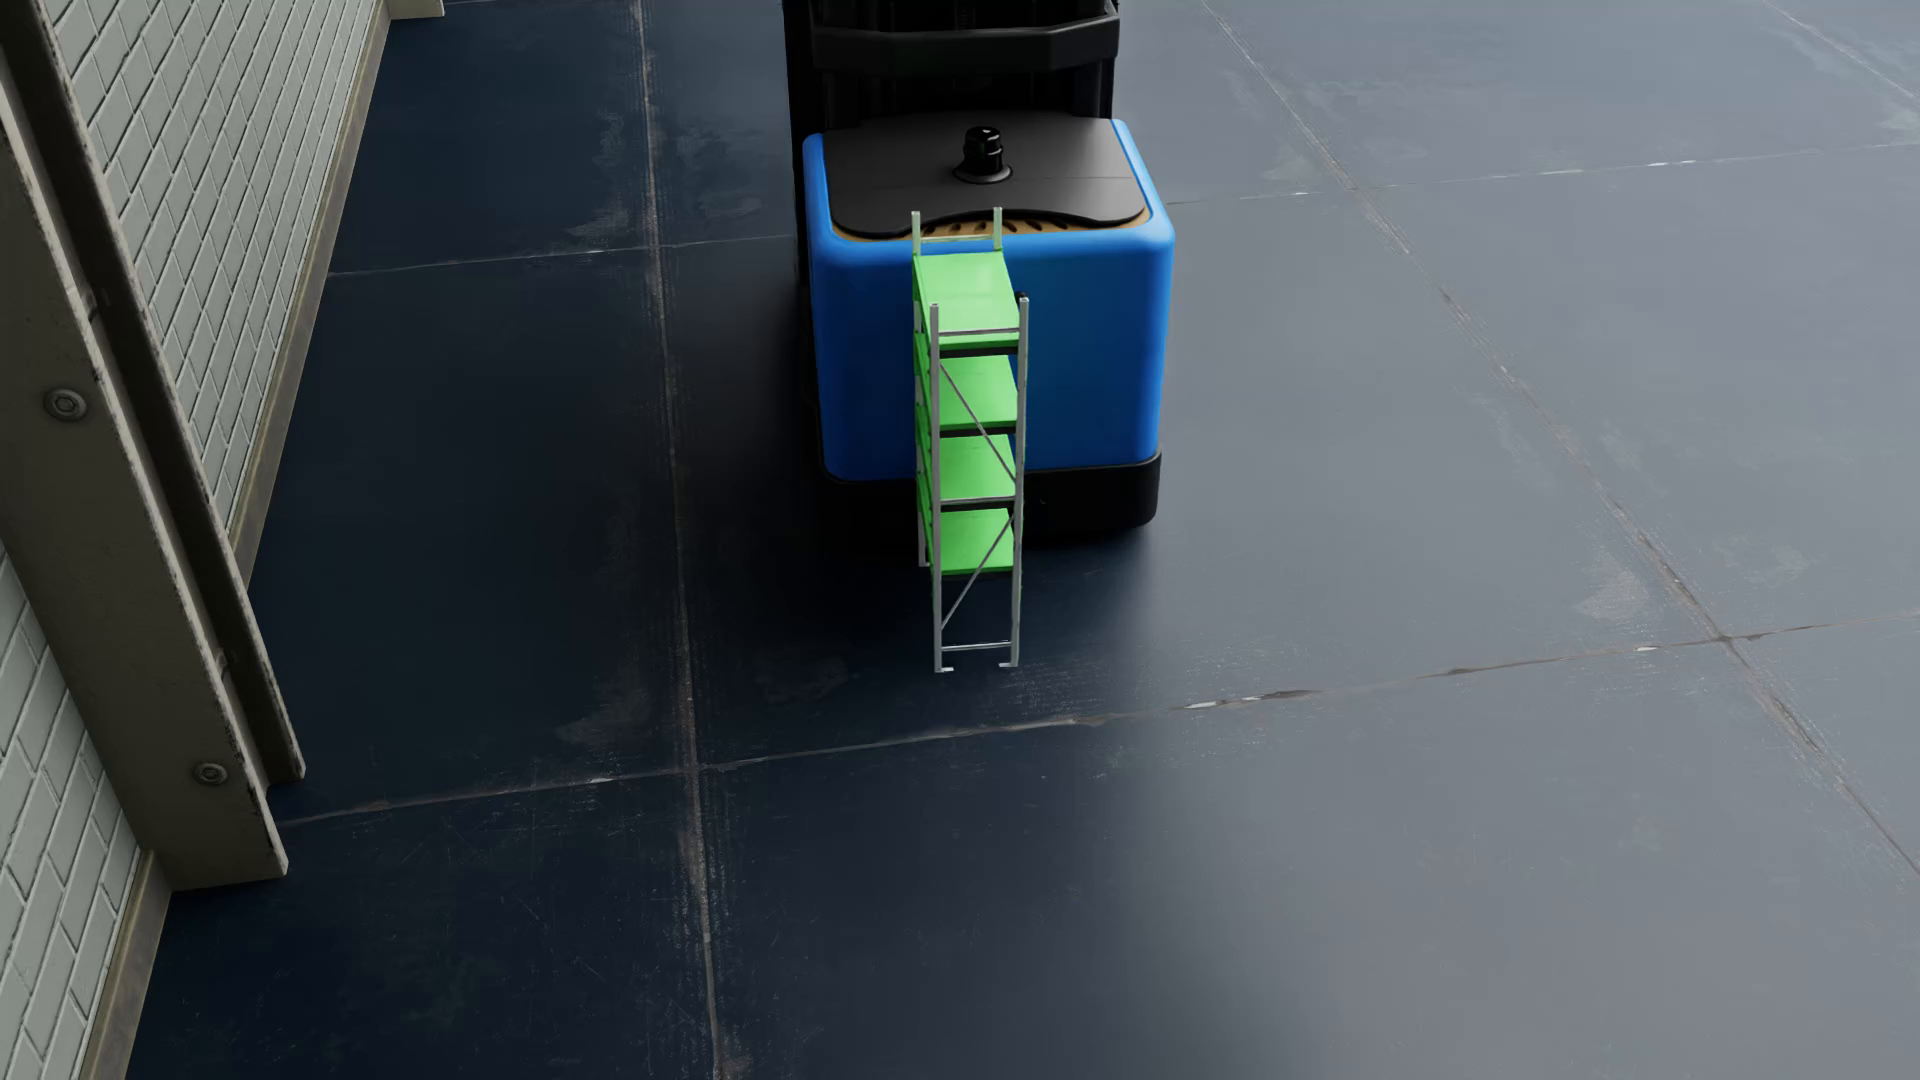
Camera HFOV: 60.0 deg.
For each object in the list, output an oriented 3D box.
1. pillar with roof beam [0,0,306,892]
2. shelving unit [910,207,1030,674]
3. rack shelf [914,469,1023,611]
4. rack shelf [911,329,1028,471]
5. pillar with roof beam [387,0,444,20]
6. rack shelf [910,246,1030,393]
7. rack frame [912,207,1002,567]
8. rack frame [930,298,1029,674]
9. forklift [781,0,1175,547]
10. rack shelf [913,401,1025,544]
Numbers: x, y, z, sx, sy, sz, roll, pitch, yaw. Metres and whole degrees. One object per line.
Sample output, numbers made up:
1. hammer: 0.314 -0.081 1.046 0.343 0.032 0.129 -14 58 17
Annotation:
1. pillar with roof beam: 2.362 -3.277 2.133 9.100 9.000 0.400 -6 38 -8
2. shelving unit: 0.019 -0.253 4.598 0.258 1.200 0.503 -4 38 -5
3. rack shelf: 0.019 -0.013 4.784 0.258 0.148 0.480 -4 38 -5
4. rack shelf: 0.019 -0.392 4.490 0.258 0.148 0.480 -4 38 -5
5. pillar with roof beam: 1.310 -6.901 6.798 9.100 9.000 0.400 -6 38 -8
6. rack shelf: 0.019 -0.582 4.343 0.258 0.148 0.480 -4 38 -5
7. rack frame: -0.008 -0.402 4.789 0.240 1.200 0.015 -4 38 -5
8. rack frame: 0.047 -0.104 4.407 0.240 1.200 0.015 -4 38 -5
9. forklift: -0.059 -2.030 5.474 1.130 2.935 3.031 -4 38 -5
10. rack shelf: 0.019 -0.203 4.637 0.258 0.148 0.480 -4 38 -5
